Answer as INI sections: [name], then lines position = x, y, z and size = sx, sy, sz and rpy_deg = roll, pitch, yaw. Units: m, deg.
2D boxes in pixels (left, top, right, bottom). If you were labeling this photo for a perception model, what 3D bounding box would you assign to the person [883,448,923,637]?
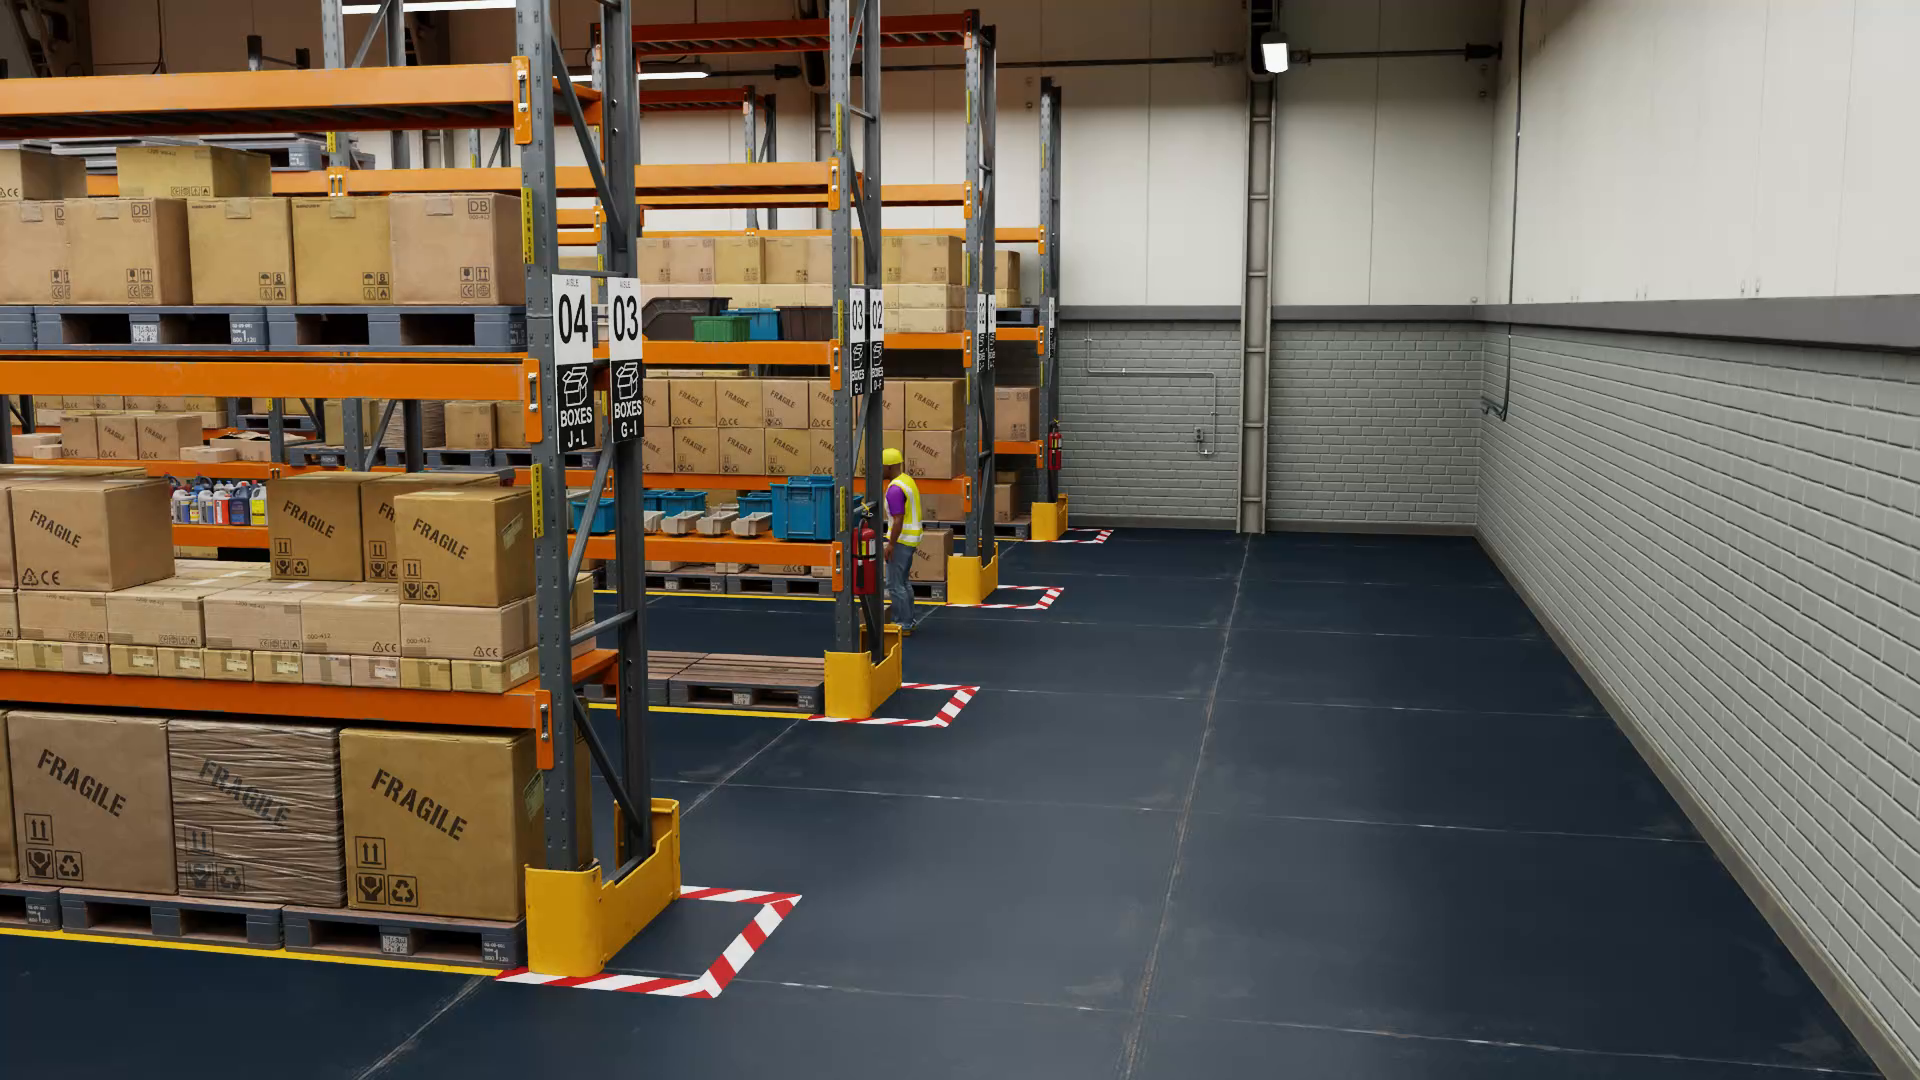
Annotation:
[person]
position = -0.586, 0.018, 15.626
size = 0.460, 1.757, 0.637
rpy_deg = 1, 8, 9
